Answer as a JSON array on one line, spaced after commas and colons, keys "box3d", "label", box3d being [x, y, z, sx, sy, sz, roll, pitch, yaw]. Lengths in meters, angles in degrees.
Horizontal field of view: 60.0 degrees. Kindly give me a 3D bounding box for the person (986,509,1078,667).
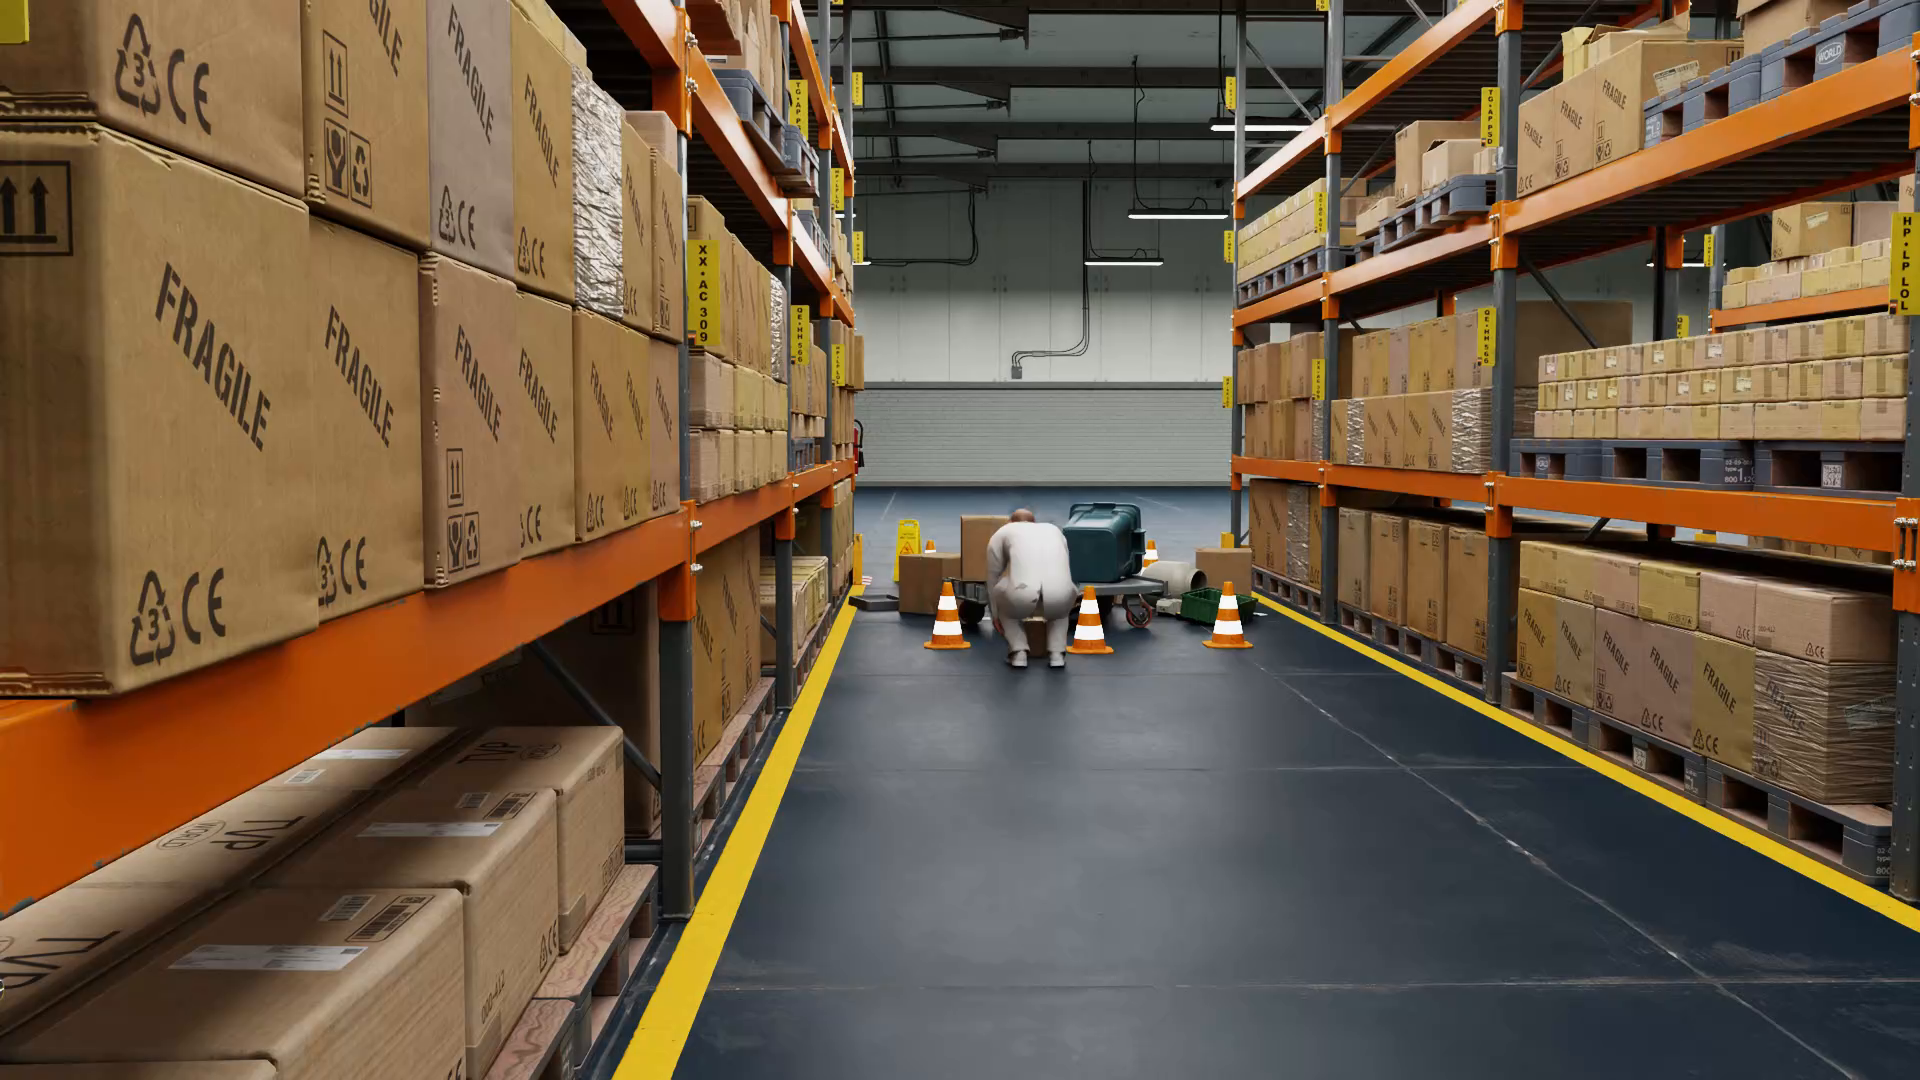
[{"box3d": [0.484, 0.321, 11.185, 0.612, 1.012, 0.895, 0, 4, -2], "label": "person"}]
